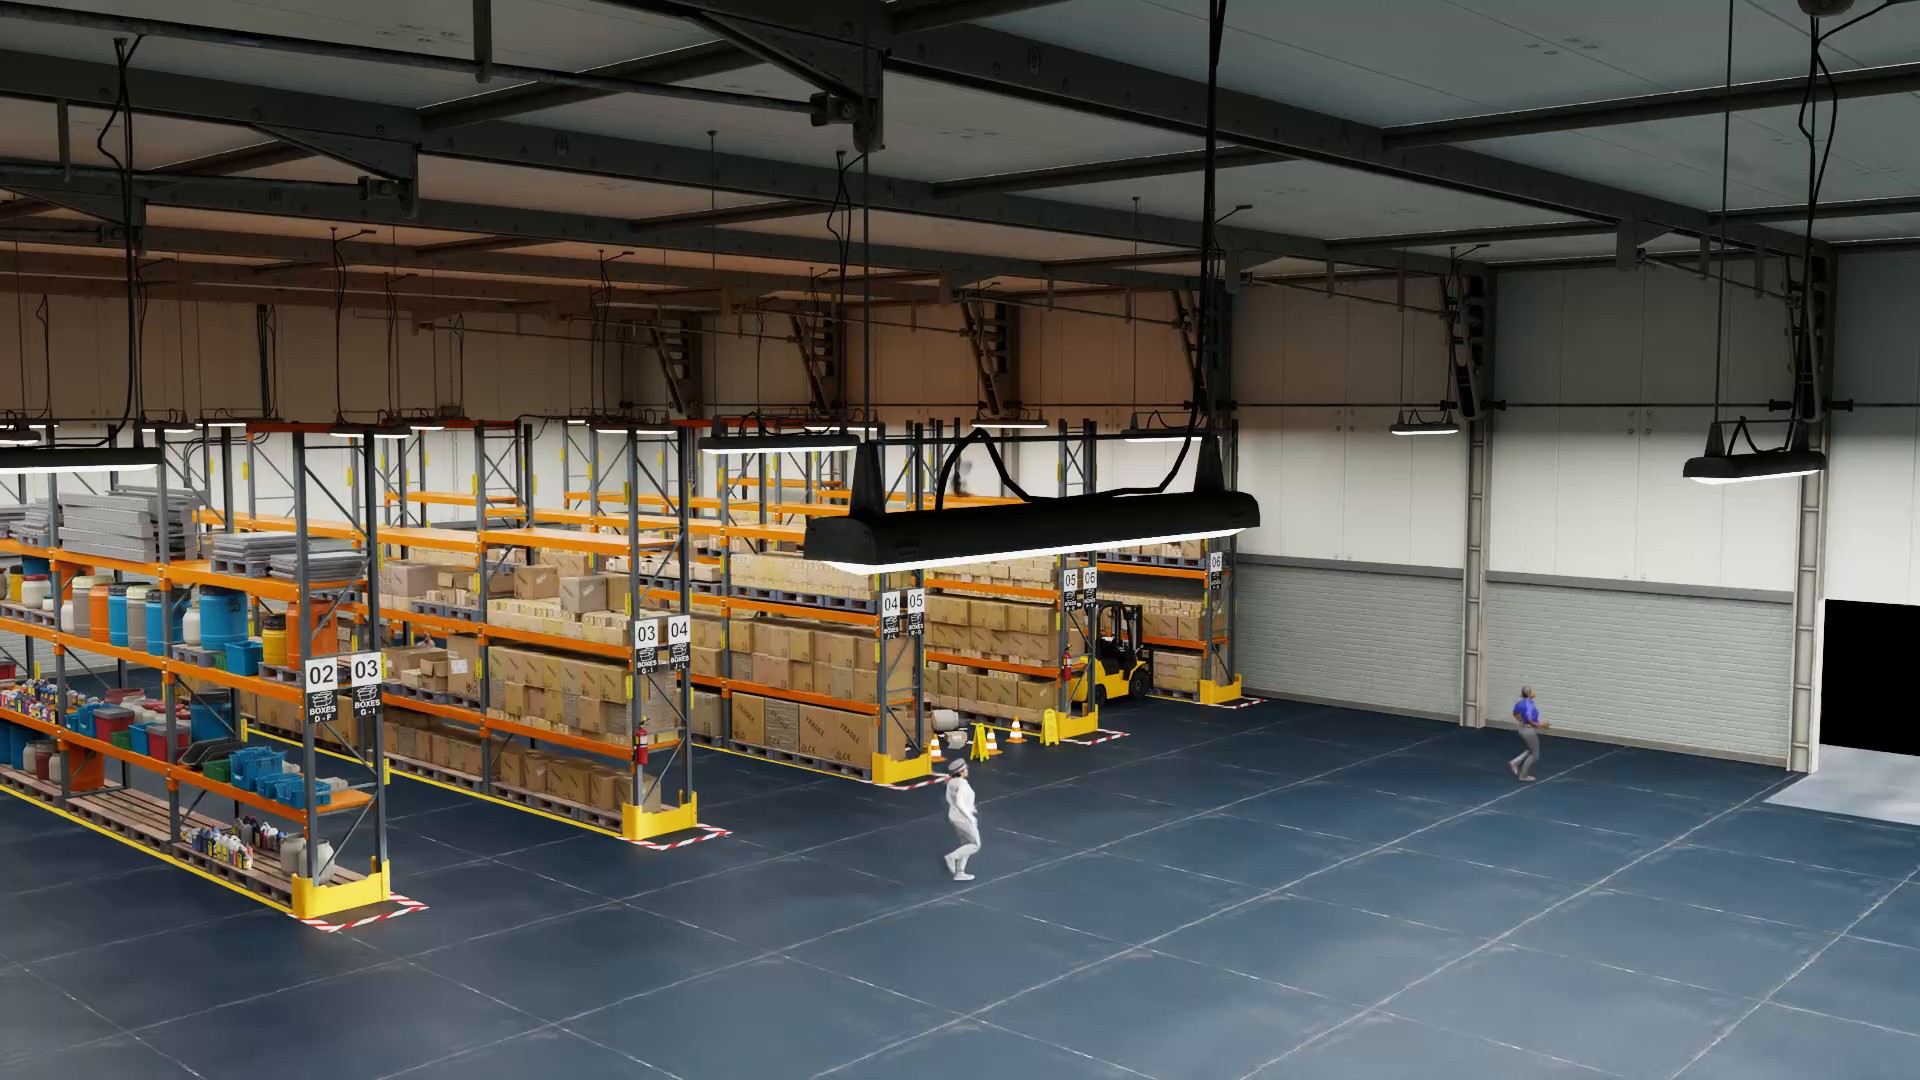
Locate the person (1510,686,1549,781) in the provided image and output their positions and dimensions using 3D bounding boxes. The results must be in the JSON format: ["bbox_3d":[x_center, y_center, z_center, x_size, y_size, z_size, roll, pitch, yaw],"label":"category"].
[{"bbox_3d":[9.567,3.243,27.930,0.572,1.608,0.571,0,5,-1],"label":"person"}]

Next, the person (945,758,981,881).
[{"bbox_3d":[0.013,3.709,22.064,0.552,1.644,0.614,-2,5,-24],"label":"person"}]

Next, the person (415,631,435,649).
[{"bbox_3d":[-11.362,2.694,35.216,0.889,1.586,0.538,4,6,39],"label":"person"}]
